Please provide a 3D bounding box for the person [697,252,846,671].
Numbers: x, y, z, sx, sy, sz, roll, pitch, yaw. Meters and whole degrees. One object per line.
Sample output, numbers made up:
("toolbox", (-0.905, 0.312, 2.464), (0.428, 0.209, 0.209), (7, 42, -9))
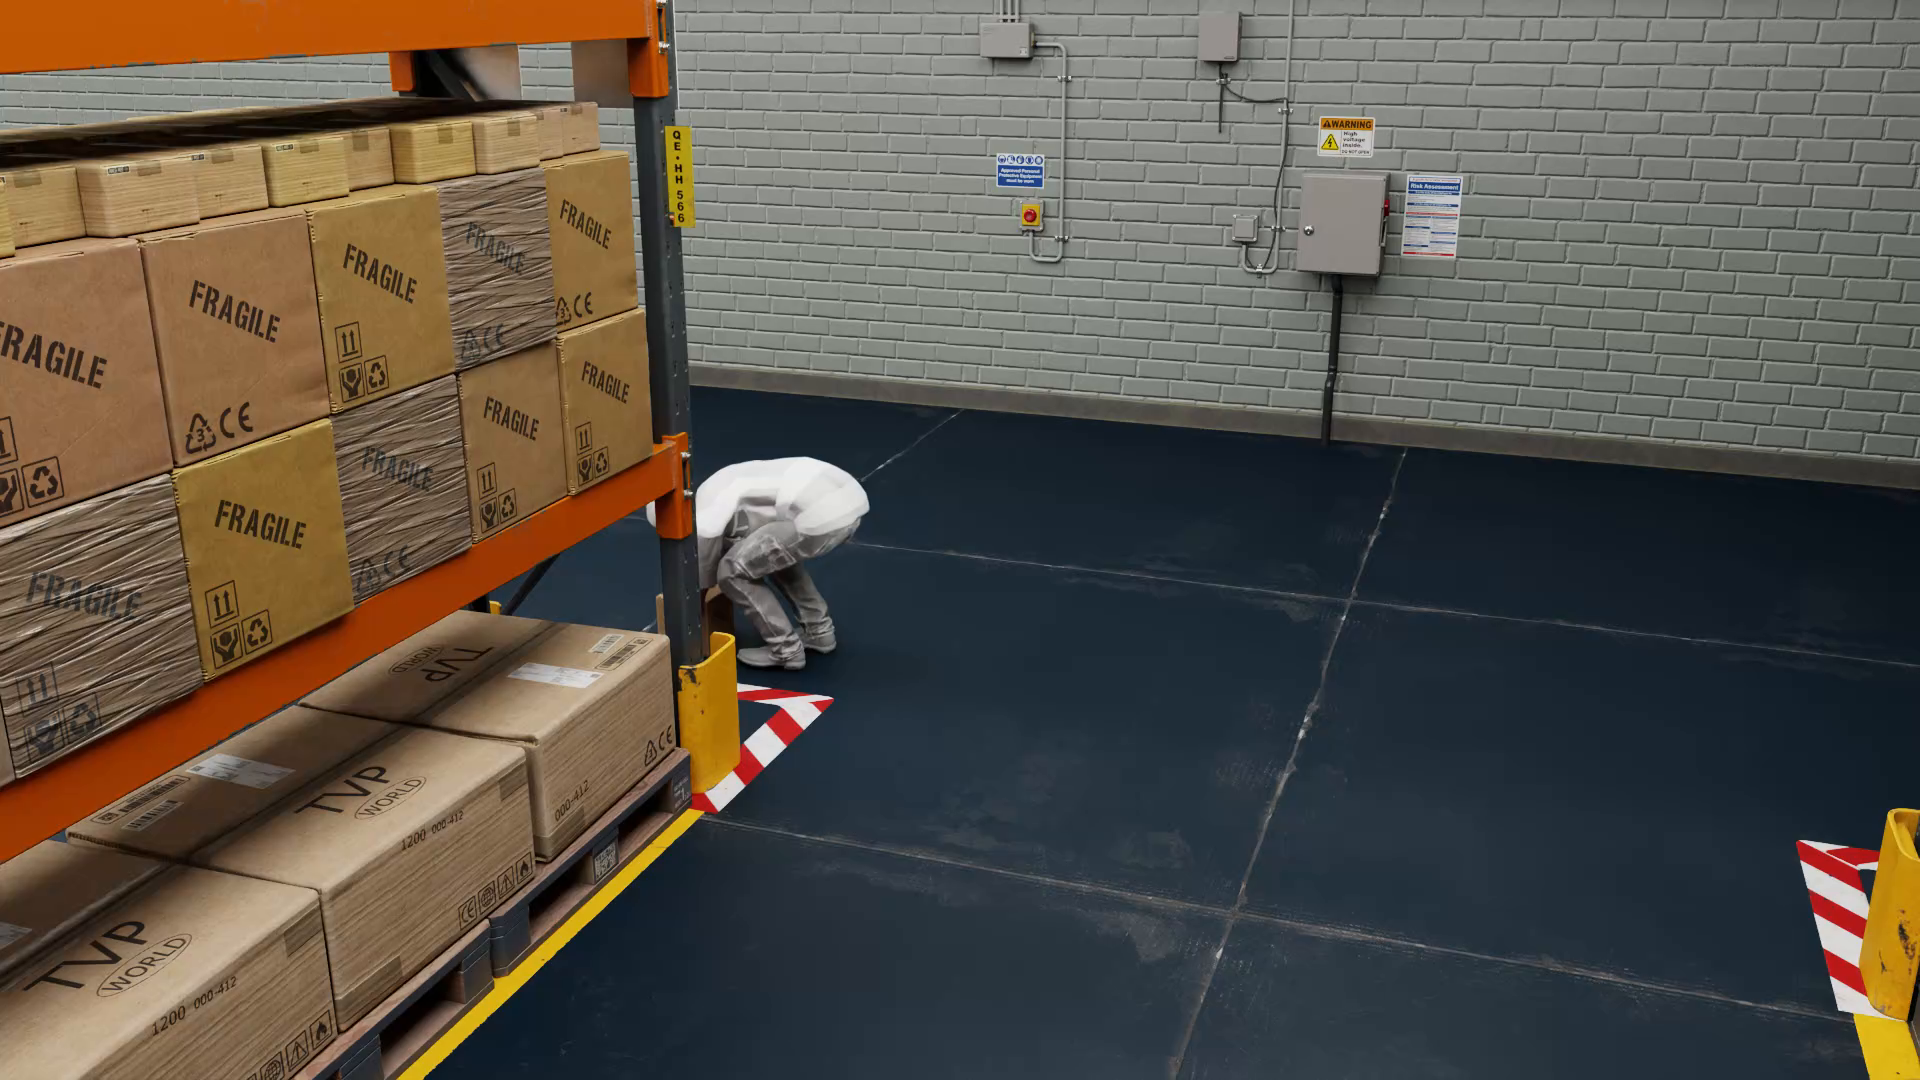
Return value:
("person", (-0.795, -0.330, 7.021), (0.576, 1.780, 0.488), (7, 20, 19))
